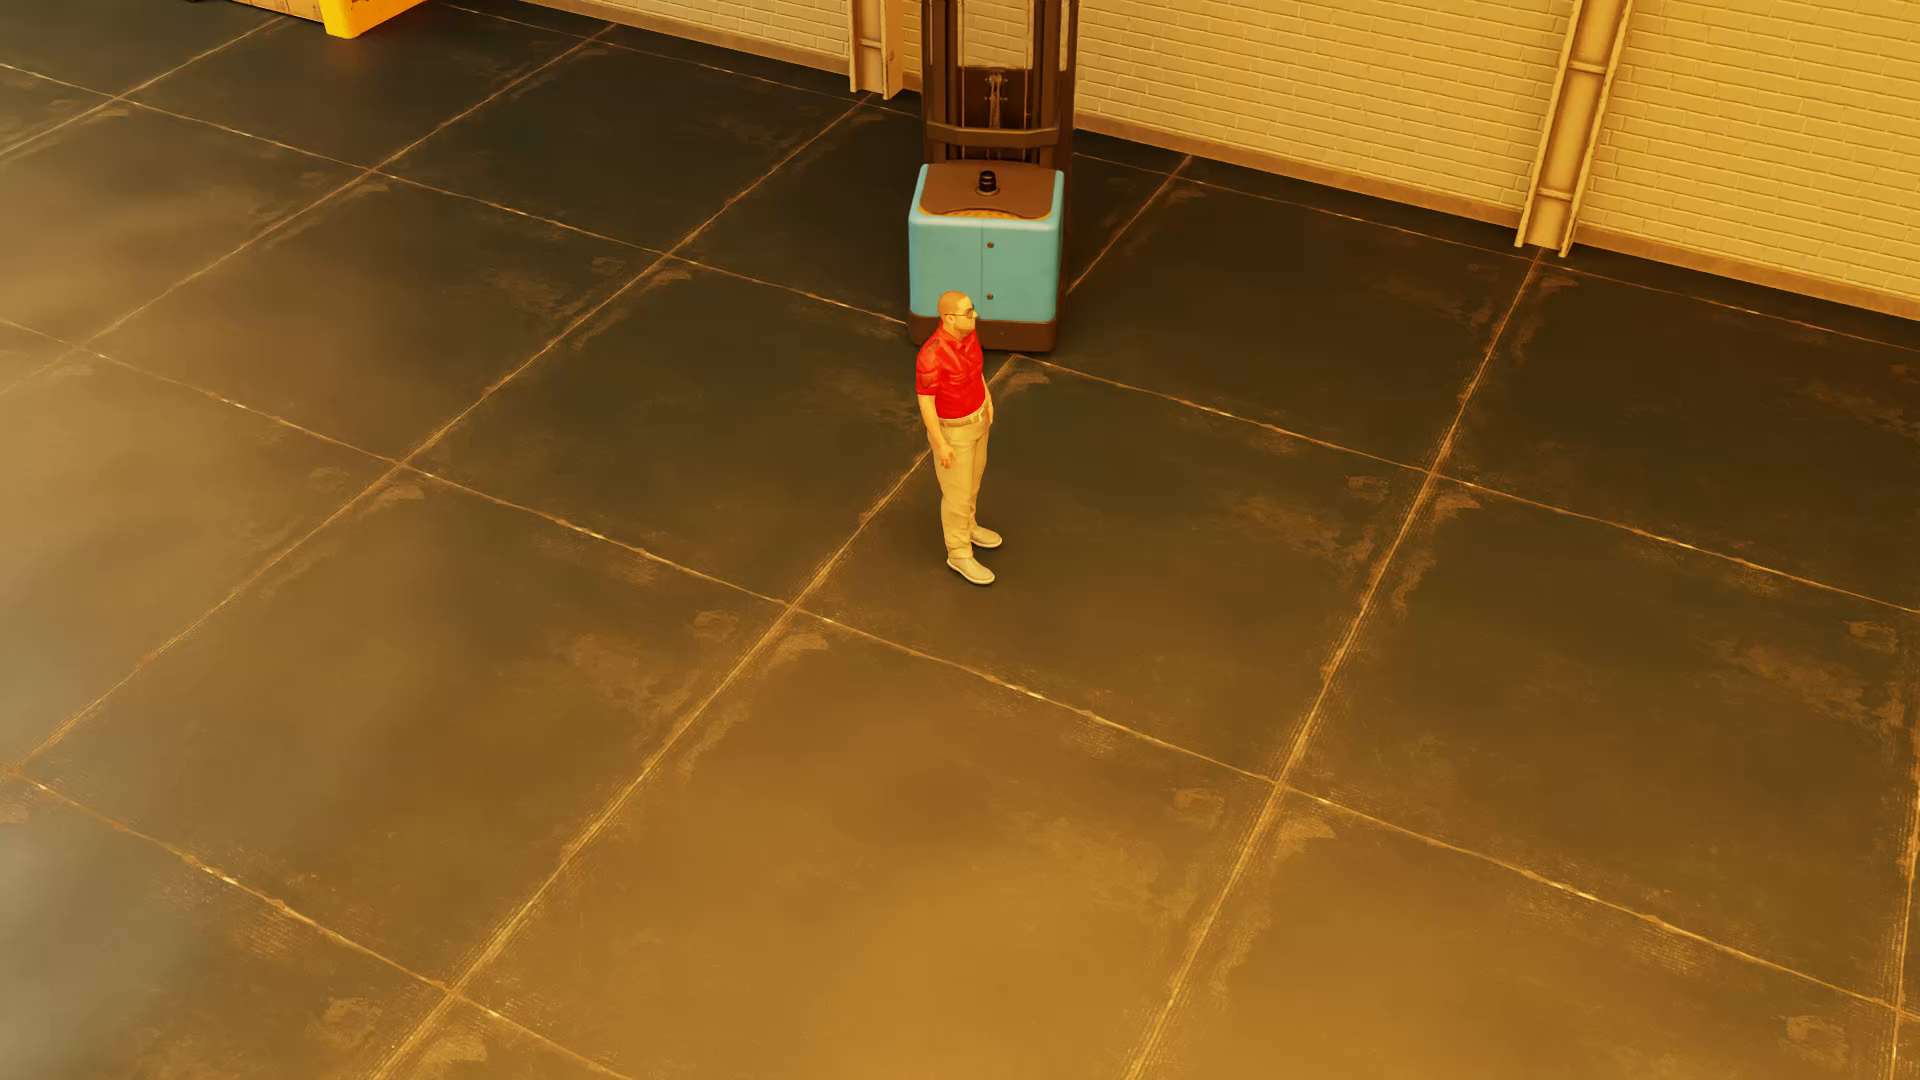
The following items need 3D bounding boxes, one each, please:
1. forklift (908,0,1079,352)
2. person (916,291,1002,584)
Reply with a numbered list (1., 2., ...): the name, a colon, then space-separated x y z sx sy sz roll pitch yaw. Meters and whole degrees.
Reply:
1. forklift: 0.299 -3.388 12.010 1.130 2.935 3.031 4 40 4
2. person: 0.075 -0.634 9.660 0.550 1.728 0.641 18 43 21
